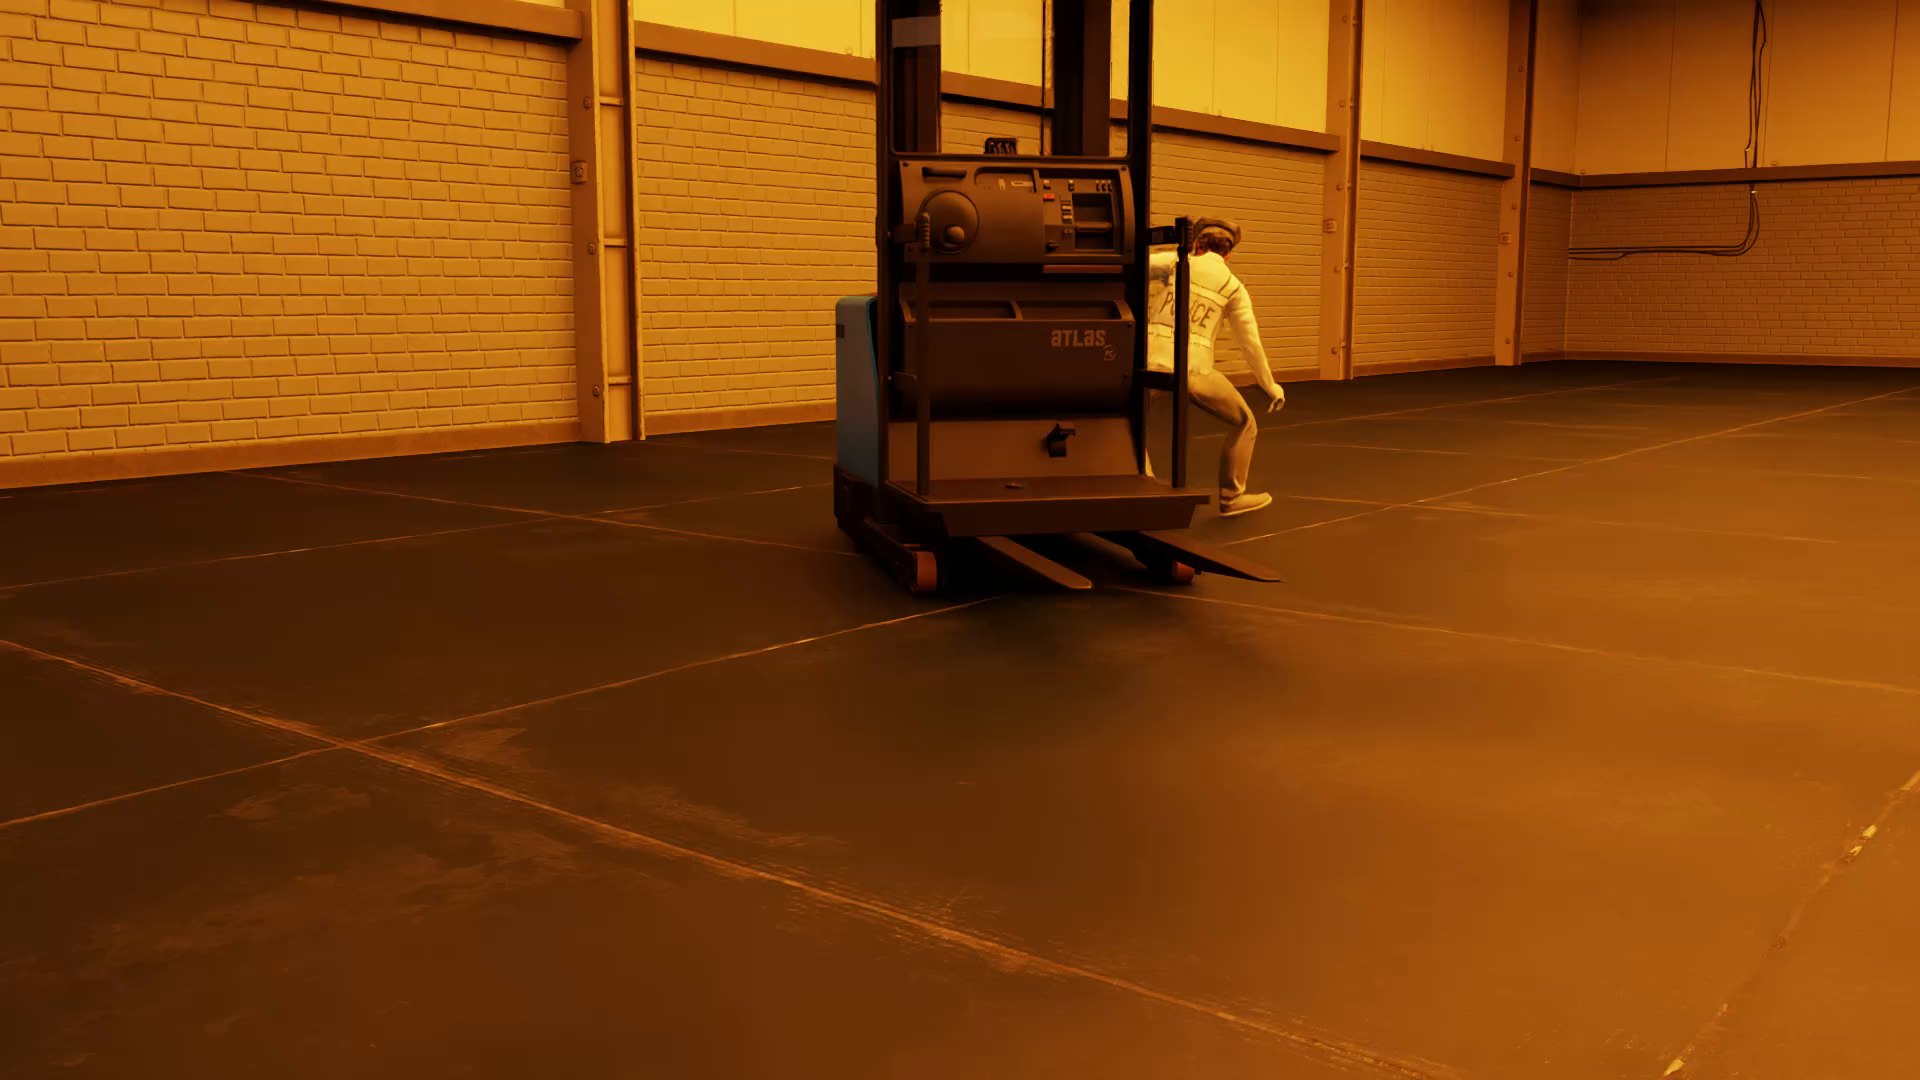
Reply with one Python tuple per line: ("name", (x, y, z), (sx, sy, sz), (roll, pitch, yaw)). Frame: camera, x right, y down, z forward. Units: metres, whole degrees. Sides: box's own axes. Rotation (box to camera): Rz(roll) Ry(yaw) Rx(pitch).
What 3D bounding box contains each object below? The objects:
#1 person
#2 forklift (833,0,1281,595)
("person", (0.991, -0.813, 7.961), (1.095, 1.451, 0.707), (2, 9, 15))
("forklift", (0.279, -1.311, 6.242), (1.130, 2.935, 3.031), (-2, 9, -14))
